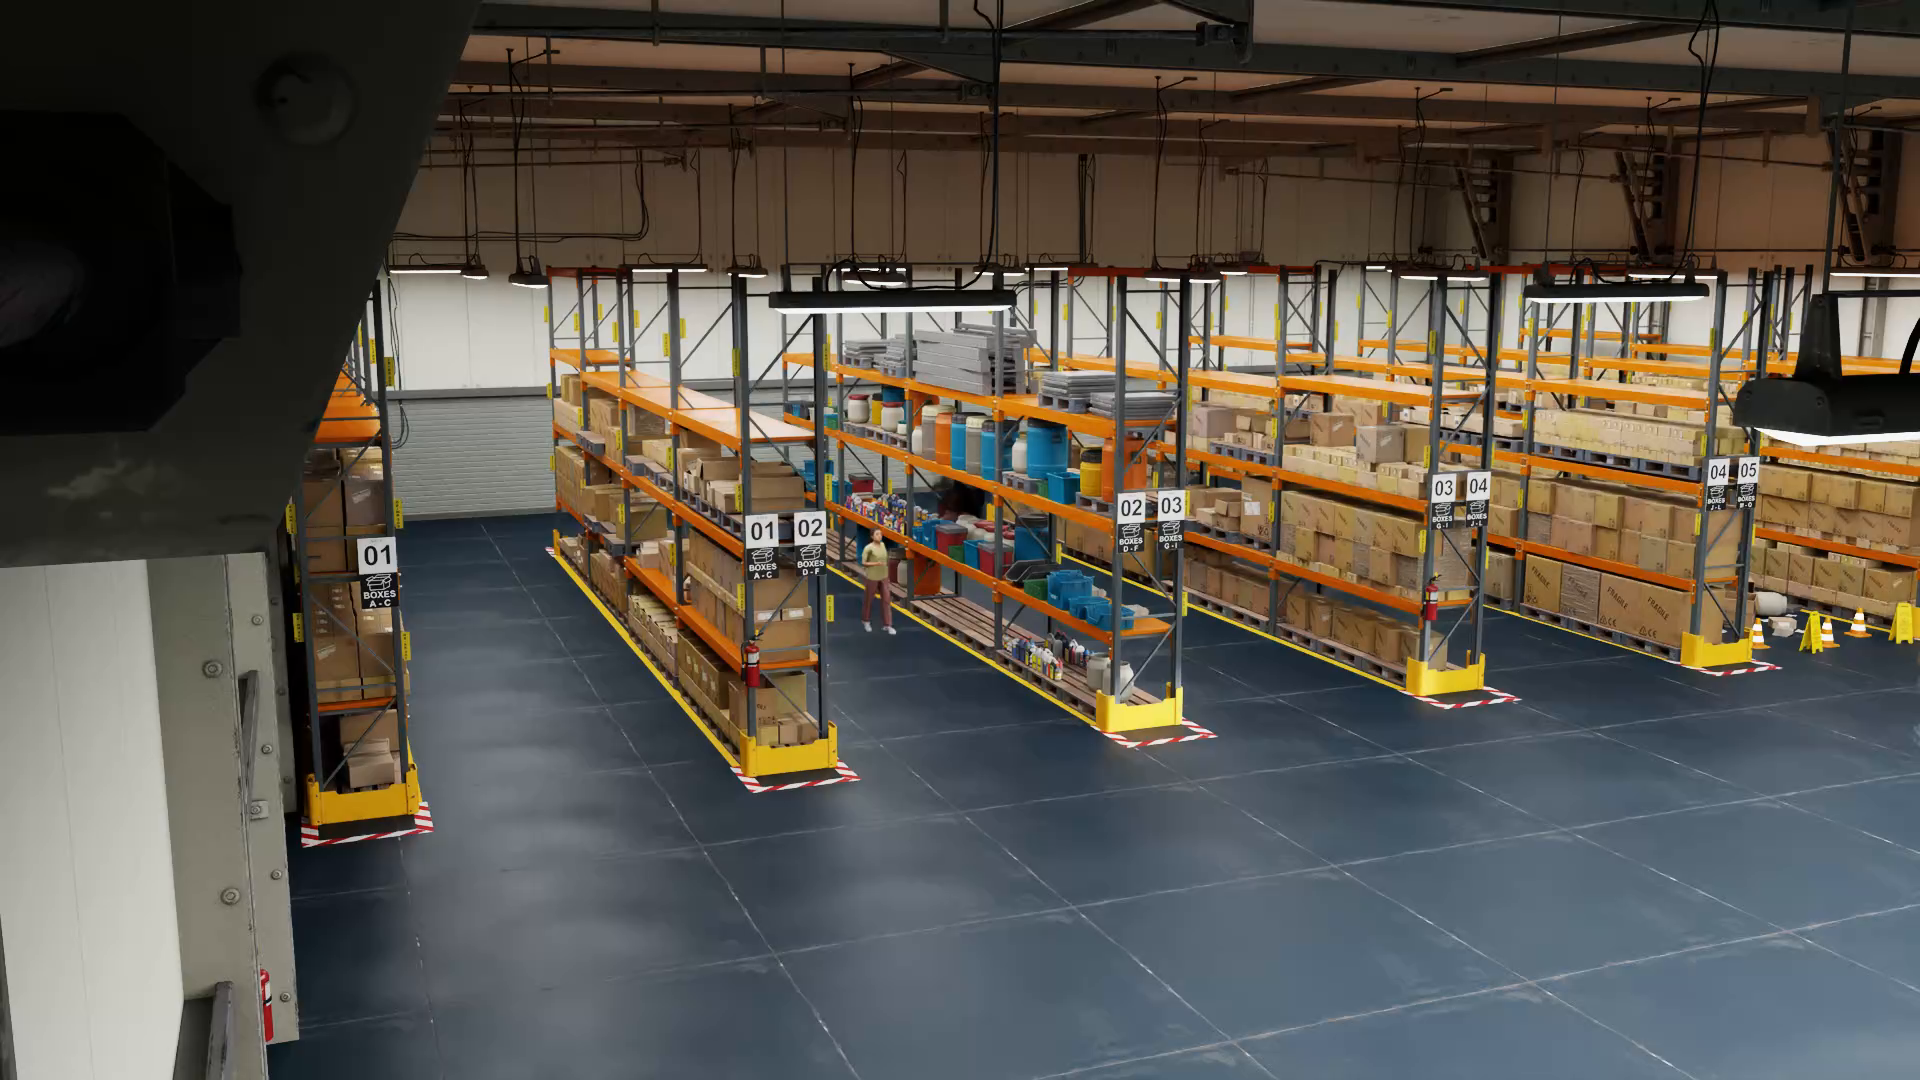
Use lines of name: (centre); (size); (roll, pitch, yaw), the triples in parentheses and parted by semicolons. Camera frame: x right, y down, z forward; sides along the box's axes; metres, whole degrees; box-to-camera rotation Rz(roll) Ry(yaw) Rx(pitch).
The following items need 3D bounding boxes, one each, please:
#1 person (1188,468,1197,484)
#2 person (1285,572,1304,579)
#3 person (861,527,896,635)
person: (5.754, -1.730, 41.676); (0.616, 1.694, 0.803); (-2, 10, -10)
person: (6.531, -0.093, 32.432); (0.567, 1.669, 0.529); (-6, 12, -31)
person: (-1.302, 0.642, 26.359); (0.580, 1.713, 0.849); (-7, 12, -36)
